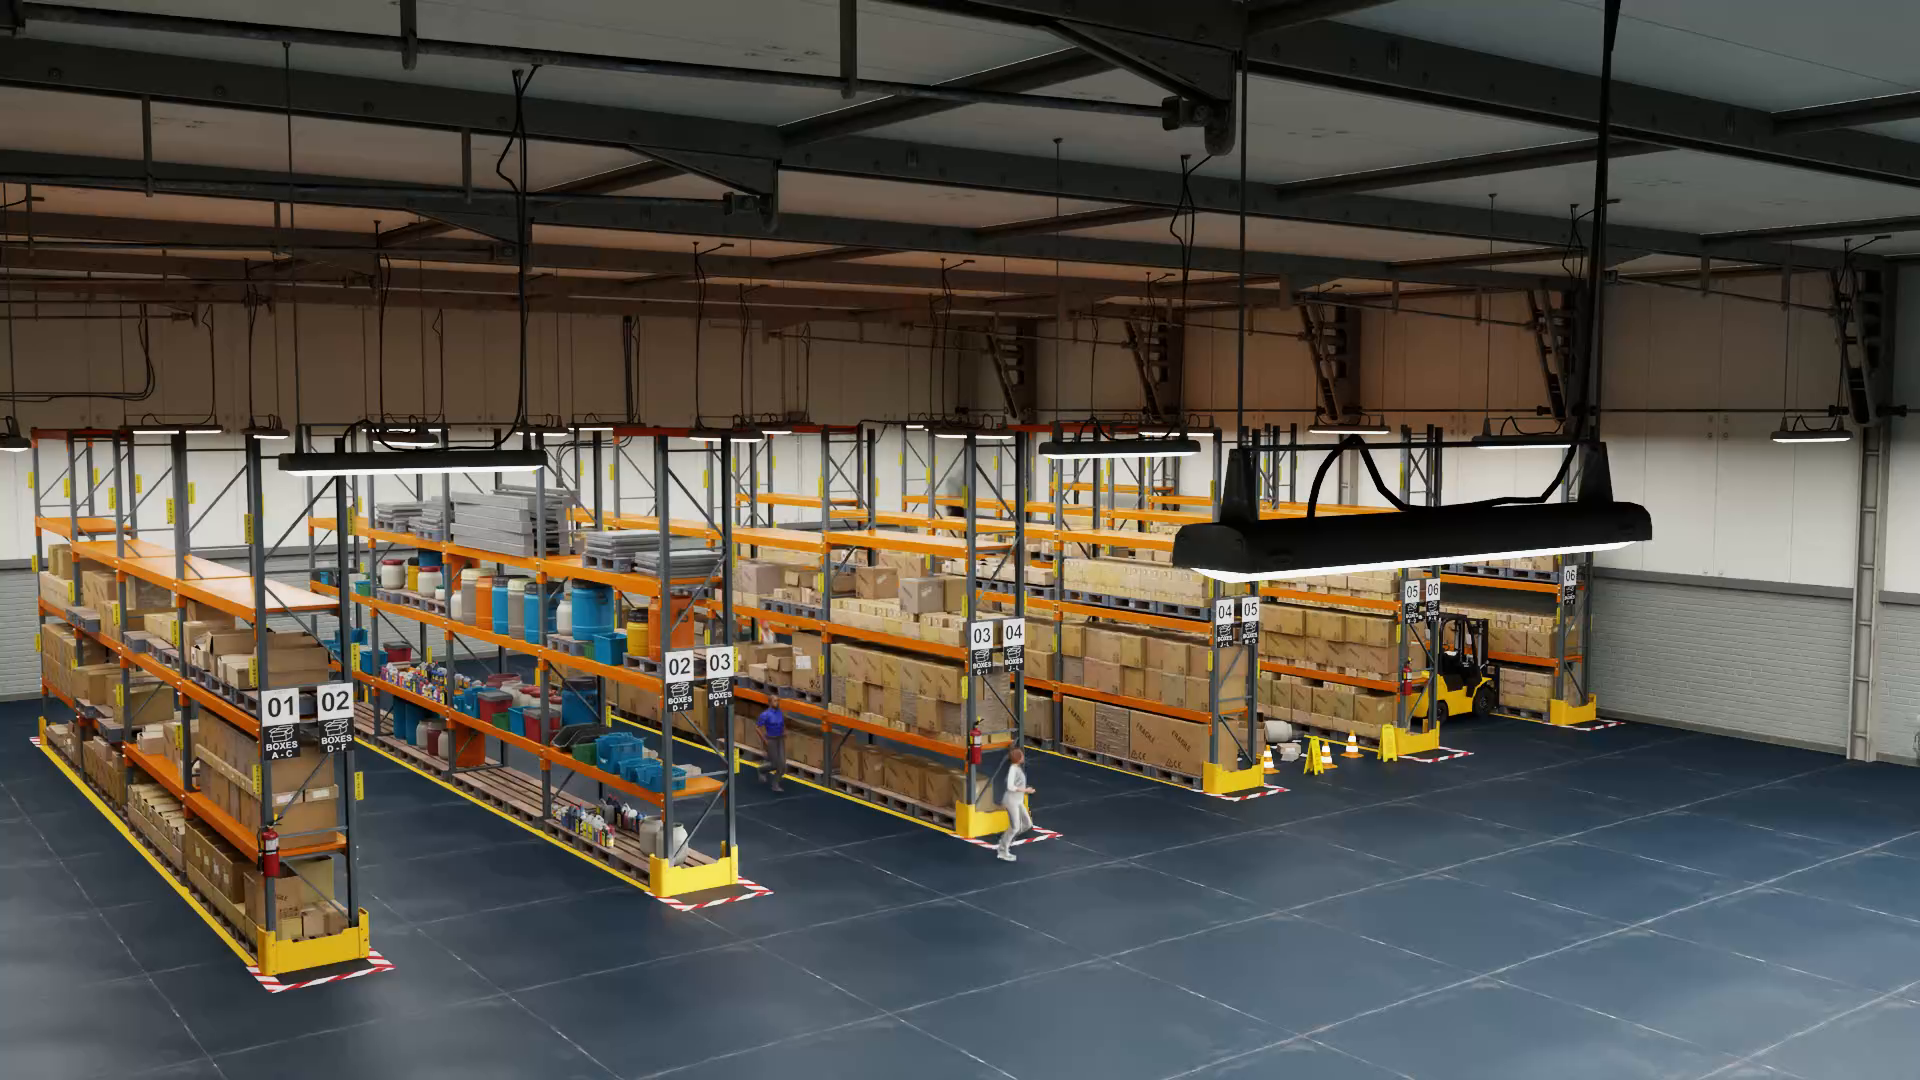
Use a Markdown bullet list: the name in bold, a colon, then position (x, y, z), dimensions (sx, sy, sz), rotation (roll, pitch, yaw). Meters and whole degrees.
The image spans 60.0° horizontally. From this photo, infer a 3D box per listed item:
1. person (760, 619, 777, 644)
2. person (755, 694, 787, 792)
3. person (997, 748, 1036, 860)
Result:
- **person**: position (-4.304, 2.586, 36.777), dimensions (0.666, 1.745, 0.601), rotation (-4, 6, -40)
- **person**: position (-3.110, 3.406, 27.605), dimensions (0.575, 1.520, 0.591), rotation (4, 6, 42)
- **person**: position (0.820, 3.713, 23.466), dimensions (0.553, 1.551, 0.550), rotation (1, 5, 14)
